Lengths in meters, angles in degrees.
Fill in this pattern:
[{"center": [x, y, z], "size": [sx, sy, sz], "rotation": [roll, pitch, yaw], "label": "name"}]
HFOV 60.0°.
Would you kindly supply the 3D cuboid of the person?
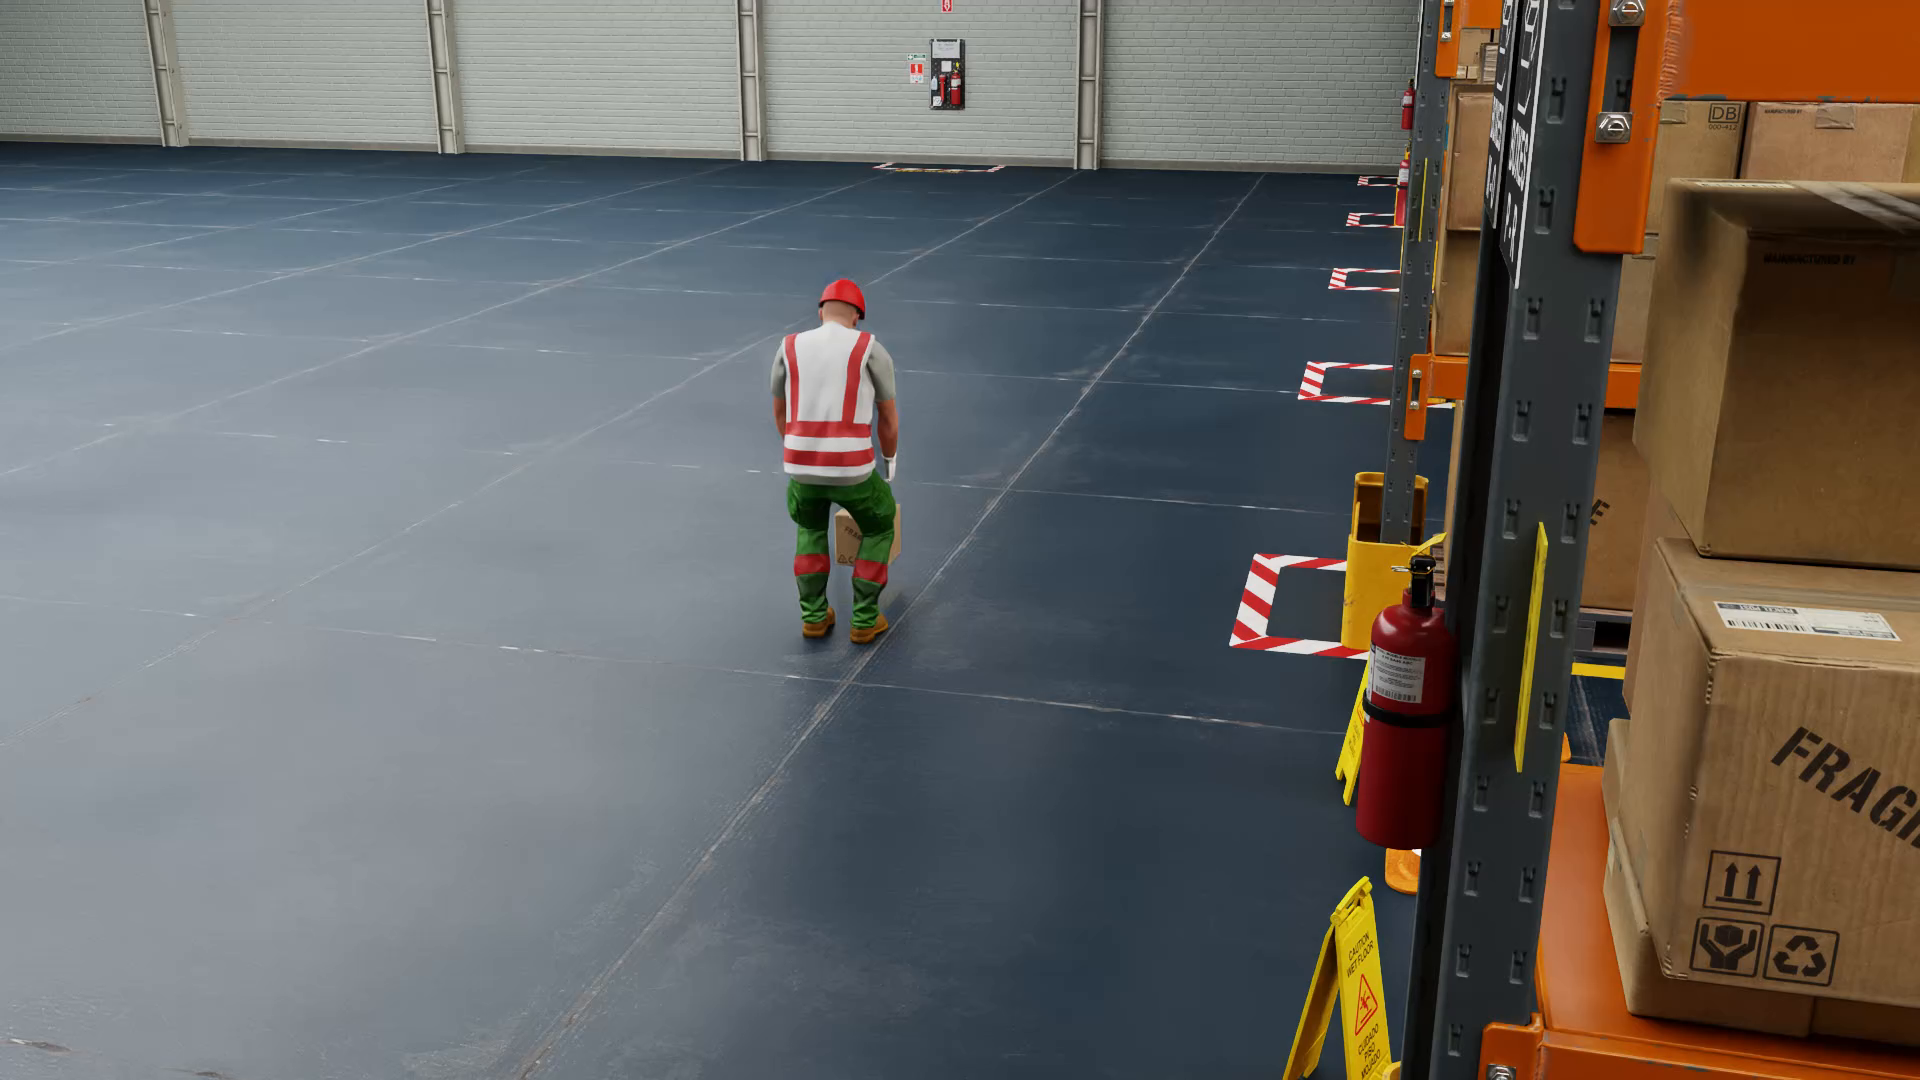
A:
[{"center": [-0.564, -0.346, 7.417], "size": [0.575, 1.580, 0.647], "rotation": [5, 19, 14], "label": "person"}]
